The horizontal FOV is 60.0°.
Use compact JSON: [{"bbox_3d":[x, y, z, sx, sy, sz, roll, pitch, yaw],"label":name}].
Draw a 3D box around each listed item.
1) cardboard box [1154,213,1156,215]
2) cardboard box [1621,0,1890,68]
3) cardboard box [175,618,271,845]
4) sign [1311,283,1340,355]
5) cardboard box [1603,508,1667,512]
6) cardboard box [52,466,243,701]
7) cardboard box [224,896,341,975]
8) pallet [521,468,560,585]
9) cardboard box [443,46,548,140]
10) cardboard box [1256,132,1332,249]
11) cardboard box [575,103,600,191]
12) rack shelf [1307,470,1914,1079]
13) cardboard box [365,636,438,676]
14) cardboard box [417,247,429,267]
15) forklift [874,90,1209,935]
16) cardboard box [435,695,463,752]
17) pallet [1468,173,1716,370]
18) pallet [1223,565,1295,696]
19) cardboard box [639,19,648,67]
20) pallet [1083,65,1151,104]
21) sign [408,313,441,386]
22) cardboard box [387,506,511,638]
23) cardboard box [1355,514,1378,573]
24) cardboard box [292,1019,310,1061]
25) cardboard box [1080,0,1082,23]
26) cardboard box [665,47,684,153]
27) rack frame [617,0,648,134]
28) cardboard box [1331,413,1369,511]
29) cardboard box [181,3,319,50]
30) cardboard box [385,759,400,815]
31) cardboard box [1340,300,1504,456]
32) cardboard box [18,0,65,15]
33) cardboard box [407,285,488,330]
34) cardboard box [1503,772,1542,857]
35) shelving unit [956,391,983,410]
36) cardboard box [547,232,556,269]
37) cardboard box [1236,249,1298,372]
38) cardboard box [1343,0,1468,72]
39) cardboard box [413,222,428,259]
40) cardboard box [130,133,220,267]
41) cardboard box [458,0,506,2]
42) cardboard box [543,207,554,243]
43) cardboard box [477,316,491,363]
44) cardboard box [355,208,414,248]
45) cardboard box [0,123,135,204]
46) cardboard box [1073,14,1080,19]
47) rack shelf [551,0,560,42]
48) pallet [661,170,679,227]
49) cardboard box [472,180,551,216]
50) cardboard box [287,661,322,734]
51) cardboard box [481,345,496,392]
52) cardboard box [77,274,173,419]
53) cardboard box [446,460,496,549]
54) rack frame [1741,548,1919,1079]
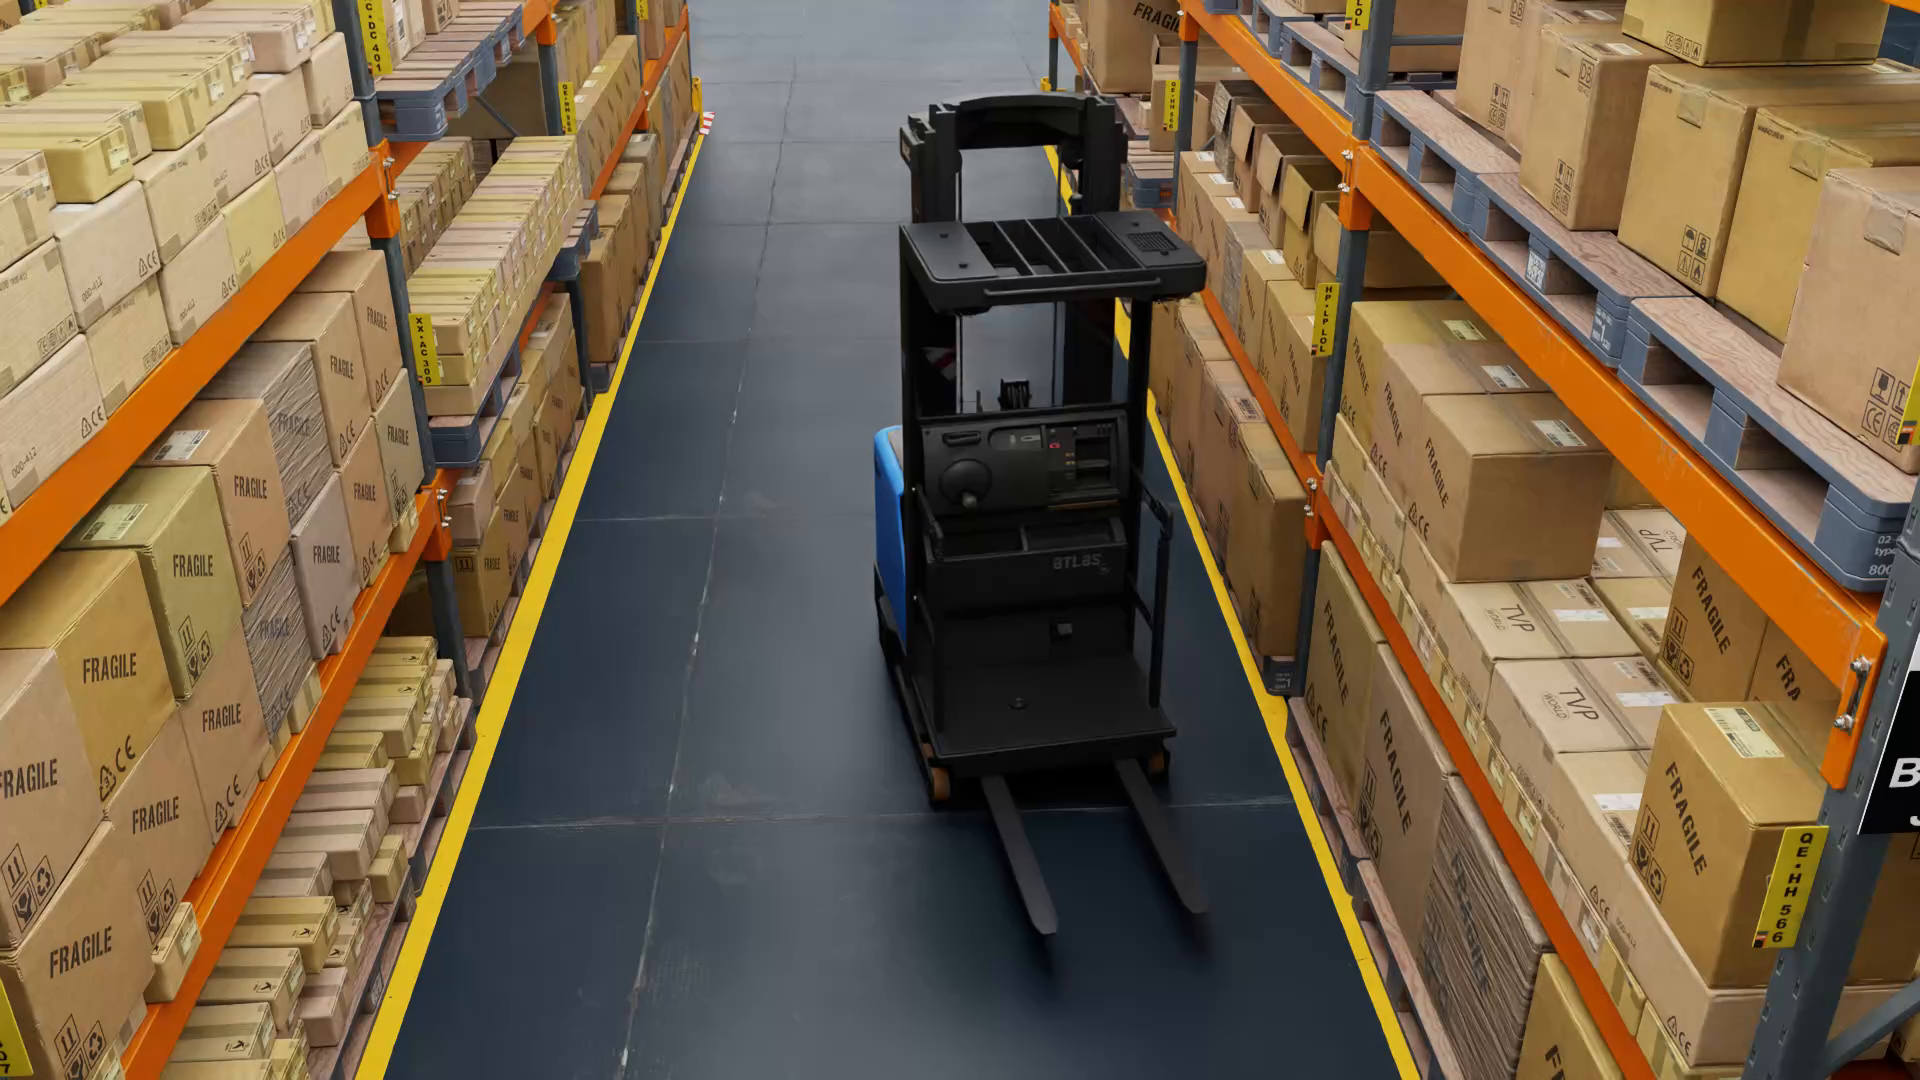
[{"bbox_3d":[1.775,-2.249,13.045,0.700,0.500,0.500,1,28,2],"label":"cardboard box"},{"bbox_3d":[2.230,-1.512,4.680,0.500,0.250,0.500,-2,28,-4],"label":"cardboard box"},{"bbox_3d":[-2.447,0.569,4.986,0.500,0.500,0.500,-1,28,-2],"label":"cardboard box"},{"bbox_3d":[1.575,-0.949,7.160,0.100,0.325,0.005,-1,28,-3],"label":"sign"},{"bbox_3d":[2.431,-0.117,6.572,0.500,0.250,0.500,-1,28,-1],"label":"cardboard box"},{"bbox_3d":[-2.429,0.125,4.756,0.500,0.500,0.500,-2,28,-4],"label":"cardboard box"},{"bbox_3d":[-2.409,1.389,5.829,0.380,0.149,0.250,-1,28,-2],"label":"cardboard box"},{"bbox_3d":[-2.951,-0.103,9.720,1.003,0.211,1.213,-1,28,-3],"label":"pallet"},{"bbox_3d":[-3.064,-2.958,10.988,0.700,0.500,0.500,-2,28,-3],"label":"cardboard box"},{"bbox_3d":[2.003,-1.876,8.911,0.797,0.503,0.637,-1,28,-1],"label":"cardboard box"},{"bbox_3d":[-2.834,-2.755,11.681,0.500,0.500,0.500,-2,28,-3],"label":"cardboard box"},{"bbox_3d":[2.221,0.754,5.838,1.077,0.370,4.000,-1,28,-3],"label":"rack shelf"},{"bbox_3d":[-2.563,0.557,7.424,0.380,0.149,0.250,-1,28,-1],"label":"cardboard box"},{"bbox_3d":[-3.158,-1.514,9.226,0.380,0.149,0.250,-1,28,-2],"label":"cardboard box"},{"bbox_3d":[0.339,-0.307,7.169,1.130,2.935,3.031,-5,28,-10],"label":"forklift"},{"bbox_3d":[-2.481,0.835,7.533,0.380,0.149,0.250,-1,28,-2],"label":"cardboard box"},{"bbox_3d":[2.210,-0.839,4.967,1.003,0.211,1.213,-1,28,-3],"label":"pallet"},{"bbox_3d":[2.001,0.393,8.767,1.003,0.211,1.213,-1,28,-3],"label":"pallet"},{"bbox_3d":[-3.342,-4.600,15.164,0.875,0.550,0.550,-1,28,-3],"label":"cardboard box"},{"bbox_3d":[1.594,-3.741,13.887,1.003,0.211,1.213,-1,28,-3],"label":"pallet"},{"bbox_3d":[-2.300,-0.816,7.134,0.100,0.325,0.005,-1,28,-3],"label":"sign"},{"bbox_3d":[-2.615,0.159,8.450,0.500,0.500,0.500,0,28,-1],"label":"cardboard box"},{"bbox_3d":[1.828,0.011,6.758,0.380,0.149,0.250,-1,28,-1],"label":"cardboard box"},{"bbox_3d":[-2.468,1.790,5.702,0.380,0.149,0.250,-1,28,-3],"label":"cardboard box"},{"bbox_3d":[1.635,-5.261,16.163,0.875,0.500,0.500,-1,28,-3],"label":"cardboard box"},{"bbox_3d":[-3.319,-4.483,16.946,0.875,0.875,0.875,-2,28,-3],"label":"cardboard box"},{"bbox_3d":[-3.259,-4.110,14.386,1.000,3.000,0.127,-1,28,-3],"label":"rack frame"},{"bbox_3d":[1.880,-0.330,6.981,0.500,0.250,0.500,-2,28,-4],"label":"cardboard box"},{"bbox_3d":[-2.529,-1.817,5.938,0.380,0.149,0.250,-1,28,-1],"label":"cardboard box"},{"bbox_3d":[-2.535,1.035,6.830,0.380,0.149,0.250,-1,28,-2],"label":"cardboard box"},{"bbox_3d":[1.886,-0.659,6.799,0.500,0.500,0.500,-1,28,-3],"label":"cardboard box"},{"bbox_3d":[-8.004,-4.772,14.144,0.700,0.500,0.500,-2,28,-3],"label":"cardboard box"},{"bbox_3d":[-2.424,-1.076,7.743,0.380,0.149,0.250,-1,28,-1],"label":"cardboard box"},{"bbox_3d":[1.923,0.842,5.163,0.380,0.149,0.250,-2,28,-4],"label":"cardboard box"},{"bbox_3d":[0.000,-0.395,9.535,0.258,0.900,0.210,-1,28,-3],"label":"shelving unit"},{"bbox_3d":[-2.516,-1.648,9.483,0.380,0.149,0.250,-3,28,-5],"label":"cardboard box"},{"bbox_3d":[1.766,-1.212,8.722,0.500,0.500,0.500,-2,28,-3],"label":"cardboard box"},{"bbox_3d":[2.076,-2.317,7.142,0.700,0.500,0.500,-1,28,-1],"label":"cardboard box"},{"bbox_3d":[-3.157,-1.646,9.159,0.380,0.149,0.250,-2,28,-3],"label":"cardboard box"},{"bbox_3d":[-2.467,-0.970,4.745,0.500,0.250,0.500,-2,28,-5],"label":"cardboard box"},{"bbox_3d":[-2.706,-2.918,8.749,0.500,0.500,0.500,-1,28,-3],"label":"cardboard box"},{"bbox_3d":[-2.515,-1.777,9.409,0.380,0.149,0.250,-2,28,-3],"label":"cardboard box"},{"bbox_3d":[-2.419,-0.935,7.794,0.380,0.149,0.250,-2,28,-4],"label":"cardboard box"},{"bbox_3d":[-3.140,-1.661,8.865,0.380,0.149,0.250,-2,28,-3],"label":"cardboard box"},{"bbox_3d":[-2.409,-0.983,4.338,0.380,0.149,0.250,-1,28,-1],"label":"cardboard box"},{"bbox_3d":[1.339,-5.204,16.756,0.380,0.149,0.250,-1,28,-3],"label":"cardboard box"},{"bbox_3d":[-3.155,-4.197,12.088,1.077,0.370,4.000,-1,28,-3],"label":"rack shelf"},{"bbox_3d":[-3.221,-3.226,15.708,1.003,0.211,1.213,-1,28,-3],"label":"pallet"},{"bbox_3d":[-2.518,-1.914,9.351,0.380,0.149,0.250,-1,28,-3],"label":"cardboard box"},{"bbox_3d":[-2.440,0.543,5.738,0.380,0.149,0.250,-1,28,-2],"label":"cardboard box"},{"bbox_3d":[-2.423,-0.811,7.879,0.380,0.149,0.250,-1,28,-2],"label":"cardboard box"},{"bbox_3d":[-2.464,-0.526,4.433,0.500,0.250,0.500,-2,28,-4],"label":"cardboard box"},{"bbox_3d":[-2.616,-0.173,8.277,0.500,0.250,0.500,-3,28,-5],"label":"cardboard box"},{"bbox_3d":[2.326,1.359,3.901,1.000,3.000,0.127,-1,28,-3],"label":"rack frame"}]
